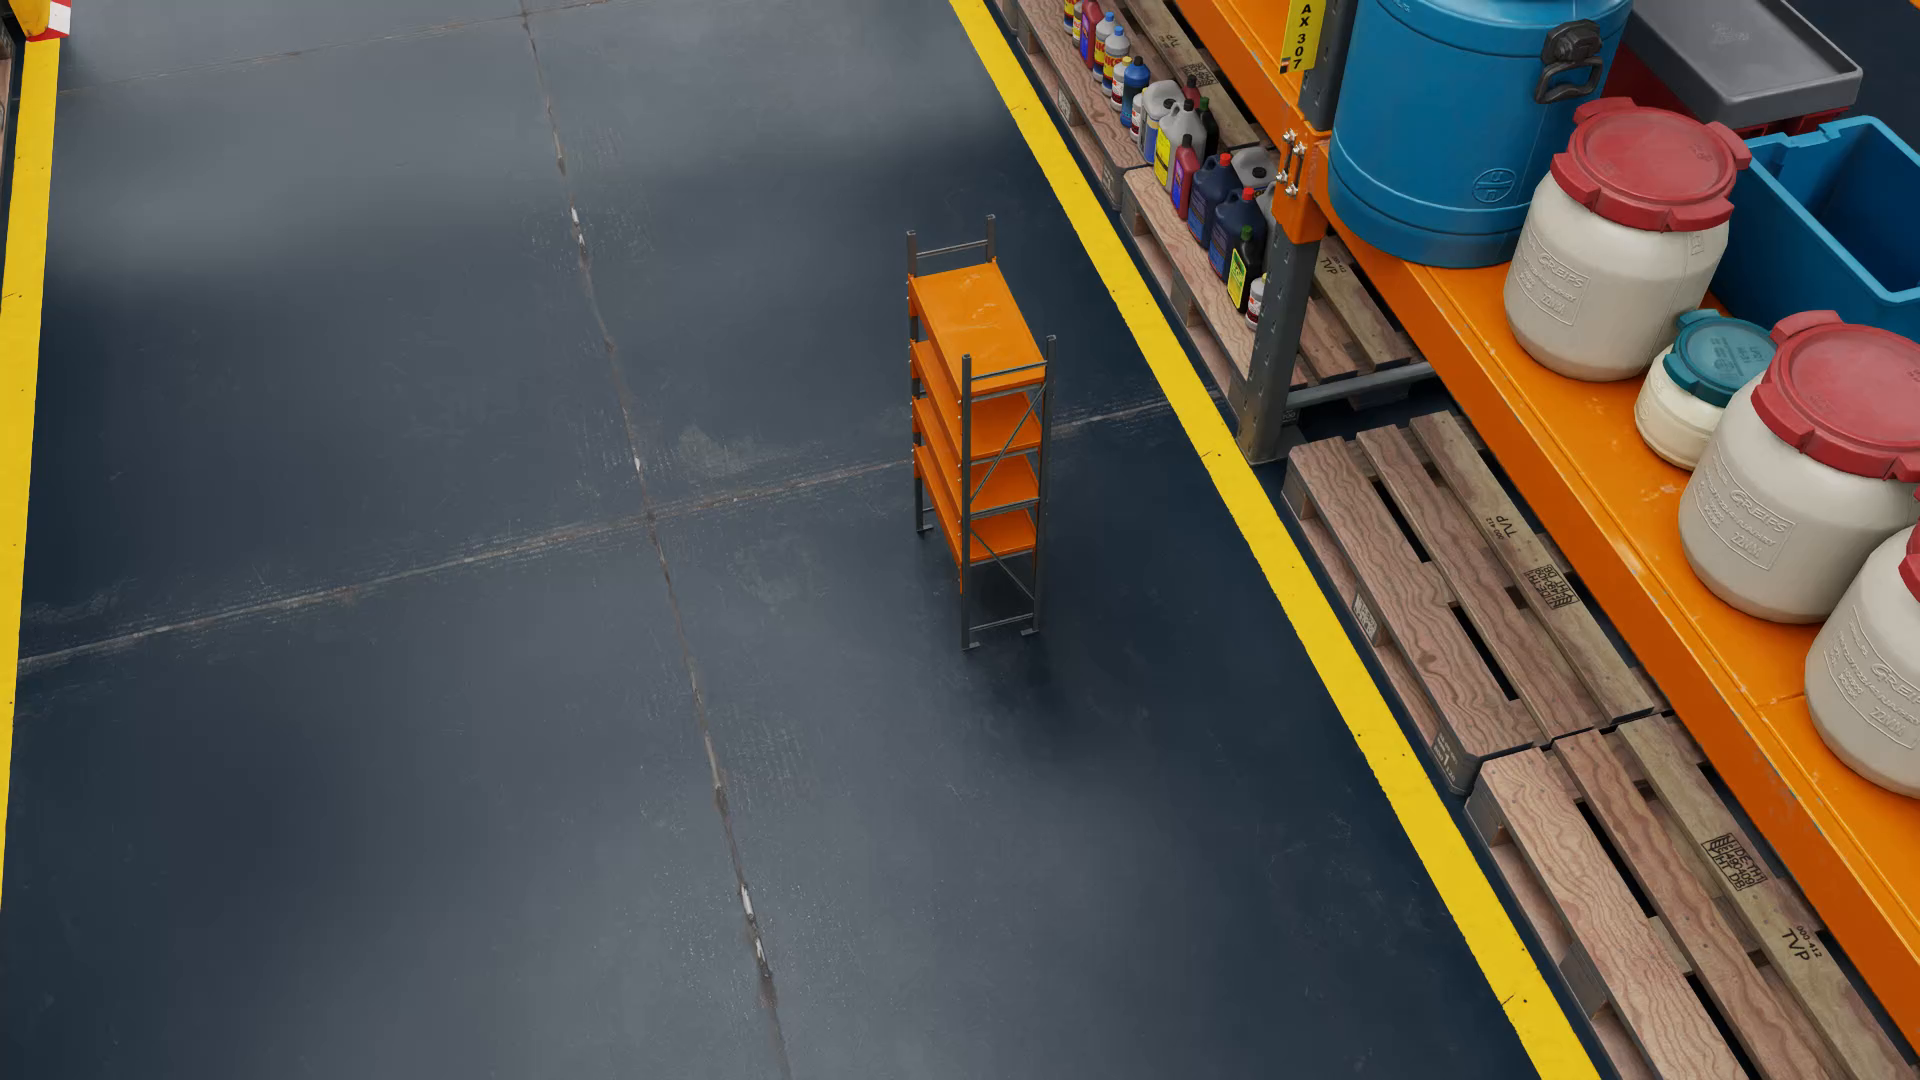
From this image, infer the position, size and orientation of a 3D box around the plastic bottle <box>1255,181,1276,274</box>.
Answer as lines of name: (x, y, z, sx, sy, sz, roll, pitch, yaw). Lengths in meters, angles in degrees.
plastic bottle: (1.081, -1.087, 5.649, 0.144, 0.351, 0.185, -13, 51, -11)

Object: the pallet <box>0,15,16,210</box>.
pallet: (-4.276, -1.607, 6.466, 1.003, 0.211, 1.213, -13, 51, -11)

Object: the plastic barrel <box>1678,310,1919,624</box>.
plastic barrel: (1.699, -0.120, 3.301, 0.433, 0.535, 0.433, 0, 50, 0)

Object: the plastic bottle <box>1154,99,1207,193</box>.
plastic bottle: (0.791, -1.430, 5.938, 0.144, 0.351, 0.185, -14, 51, -11)

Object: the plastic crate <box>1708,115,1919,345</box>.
plastic crate: (2.032, -0.620, 3.821, 0.392, 0.384, 0.575, -13, 51, -11)

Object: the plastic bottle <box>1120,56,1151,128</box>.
plastic bottle: (0.655, -1.679, 6.200, 0.097, 0.271, 0.097, 0, 50, 0)

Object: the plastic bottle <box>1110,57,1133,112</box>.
plastic bottle: (0.625, -1.732, 6.290, 0.097, 0.201, 0.097, 0, 50, 0)

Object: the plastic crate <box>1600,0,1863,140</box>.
plastic crate: (1.844, -1.097, 4.171, 0.402, 0.464, 0.583, -13, 51, -11)

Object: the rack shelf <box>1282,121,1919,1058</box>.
rack shelf: (2.000, 0.332, 3.479, 1.077, 0.370, 4.000, -13, 51, -11)

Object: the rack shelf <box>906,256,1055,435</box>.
rack shelf: (0.049, -0.519, 4.389, 0.258, 0.148, 0.480, -13, 51, -11)

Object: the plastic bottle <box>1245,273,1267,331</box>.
plastic bottle: (1.004, -0.795, 5.501, 0.097, 0.201, 0.097, 0, 50, 0)

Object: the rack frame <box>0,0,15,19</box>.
rack frame: (-4.505, -3.162, 5.954, 1.000, 3.000, 0.127, -13, 51, -11)

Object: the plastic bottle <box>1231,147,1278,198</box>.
plastic bottle: (1.021, -1.222, 5.812, 0.152, 0.276, 0.135, -13, 51, -11)

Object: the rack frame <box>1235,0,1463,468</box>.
rack frame: (1.409, -1.361, 4.435, 1.000, 3.000, 0.127, -13, 51, -11)

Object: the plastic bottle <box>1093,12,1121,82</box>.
plastic bottle: (0.566, -1.900, 6.386, 0.097, 0.271, 0.097, 0, 50, 0)

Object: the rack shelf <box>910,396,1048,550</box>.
rack shelf: (0.049, -0.222, 4.741, 0.258, 0.148, 0.480, -13, 51, -11)

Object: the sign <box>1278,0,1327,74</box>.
sign: (0.880, -1.334, 4.231, 0.100, 0.325, 0.005, -13, 51, -11)

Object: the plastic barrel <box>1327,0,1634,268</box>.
plastic barrel: (1.234, -1.172, 3.948, 0.600, 0.901, 0.708, -13, 51, -11)

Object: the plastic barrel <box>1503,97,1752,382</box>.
plastic barrel: (1.482, -0.656, 3.752, 0.433, 0.535, 0.433, 0, 50, 0)

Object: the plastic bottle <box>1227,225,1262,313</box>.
plastic bottle: (0.952, -0.904, 5.539, 0.061, 0.283, 0.133, -11, 51, -9)

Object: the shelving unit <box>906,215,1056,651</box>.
shelving unit: (0.049, -0.266, 4.689, 0.258, 1.200, 0.503, -13, 51, -11)

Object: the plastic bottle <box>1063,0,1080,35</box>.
plastic bottle: (0.465, -2.150, 6.597, 0.097, 0.271, 0.097, 0, 50, 0)

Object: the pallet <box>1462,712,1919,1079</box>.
pallet: (2.043, 0.995, 4.273, 1.003, 0.211, 1.213, -13, 51, -11)

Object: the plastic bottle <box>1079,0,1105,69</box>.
plastic bottle: (0.514, -1.984, 6.450, 0.061, 0.283, 0.133, -13, 51, -10)

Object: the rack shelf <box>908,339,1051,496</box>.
rack shelf: (0.049, -0.367, 4.570, 0.258, 0.148, 0.480, -13, 51, -11)

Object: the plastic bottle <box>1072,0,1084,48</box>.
plastic bottle: (0.495, -2.052, 6.560, 0.097, 0.201, 0.097, 0, 50, 0)

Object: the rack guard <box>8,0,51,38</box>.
rack guard: (-4.483, -2.301, 6.863, 1.175, 0.500, 0.348, -13, 51, -11)

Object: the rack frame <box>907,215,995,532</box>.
rack frame: (-0.023, -0.444, 4.840, 0.240, 1.200, 0.015, -13, 51, -11)

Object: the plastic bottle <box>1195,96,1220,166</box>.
plastic bottle: (0.881, -1.450, 6.000, 0.061, 0.283, 0.133, -13, 51, -11)

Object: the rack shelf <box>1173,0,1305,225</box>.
rack shelf: (0.818, -2.590, 5.942, 1.077, 0.370, 4.000, -13, 51, -11)

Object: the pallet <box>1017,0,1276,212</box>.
pallet: (0.886, -1.855, 6.675, 1.003, 0.211, 1.213, -13, 51, -11)

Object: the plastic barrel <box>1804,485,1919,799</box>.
plastic barrel: (1.827, 0.196, 3.034, 0.433, 0.535, 0.433, 0, 50, 0)

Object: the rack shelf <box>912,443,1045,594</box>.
rack shelf: (0.049, -0.094, 4.893, 0.258, 0.148, 0.480, -13, 51, -11)

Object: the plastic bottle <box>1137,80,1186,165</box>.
plastic bottle: (0.747, -1.526, 6.068, 0.152, 0.276, 0.135, -12, 51, -10)

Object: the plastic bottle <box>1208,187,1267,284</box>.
plastic bottle: (0.943, -1.054, 5.621, 0.144, 0.351, 0.185, -15, 51, -12)

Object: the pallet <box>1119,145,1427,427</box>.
pallet: (1.250, -0.962, 5.923, 1.003, 0.211, 1.213, -13, 51, -11)

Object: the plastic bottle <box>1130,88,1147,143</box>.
plastic bottle: (0.686, -1.582, 6.164, 0.097, 0.201, 0.097, 0, 50, 0)

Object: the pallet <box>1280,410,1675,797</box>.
pallet: (1.678, 0.103, 5.025, 1.003, 0.211, 1.213, -13, 51, -11)

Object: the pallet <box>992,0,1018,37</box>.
pallet: (0.529, -2.744, 7.425, 1.003, 0.211, 1.213, -13, 51, -11)

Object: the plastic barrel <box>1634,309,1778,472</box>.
plastic barrel: (1.654, -0.315, 3.644, 0.301, 0.262, 0.301, 0, 50, 0)

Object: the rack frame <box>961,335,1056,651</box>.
rack frame: (0.121, -0.088, 4.539, 0.240, 1.200, 0.015, -13, 51, -11)

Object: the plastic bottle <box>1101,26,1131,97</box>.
plastic bottle: (0.596, -1.827, 6.325, 0.097, 0.271, 0.097, 0, 50, 0)

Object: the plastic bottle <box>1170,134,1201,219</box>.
plastic bottle: (0.798, -1.282, 5.858, 0.061, 0.283, 0.133, -10, 51, -9)

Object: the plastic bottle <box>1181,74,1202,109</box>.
plastic bottle: (0.848, -1.552, 6.086, 0.061, 0.283, 0.133, -13, 51, -11)

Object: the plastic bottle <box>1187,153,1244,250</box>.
plastic bottle: (0.886, -1.194, 5.740, 0.144, 0.351, 0.185, -16, 52, -13)
